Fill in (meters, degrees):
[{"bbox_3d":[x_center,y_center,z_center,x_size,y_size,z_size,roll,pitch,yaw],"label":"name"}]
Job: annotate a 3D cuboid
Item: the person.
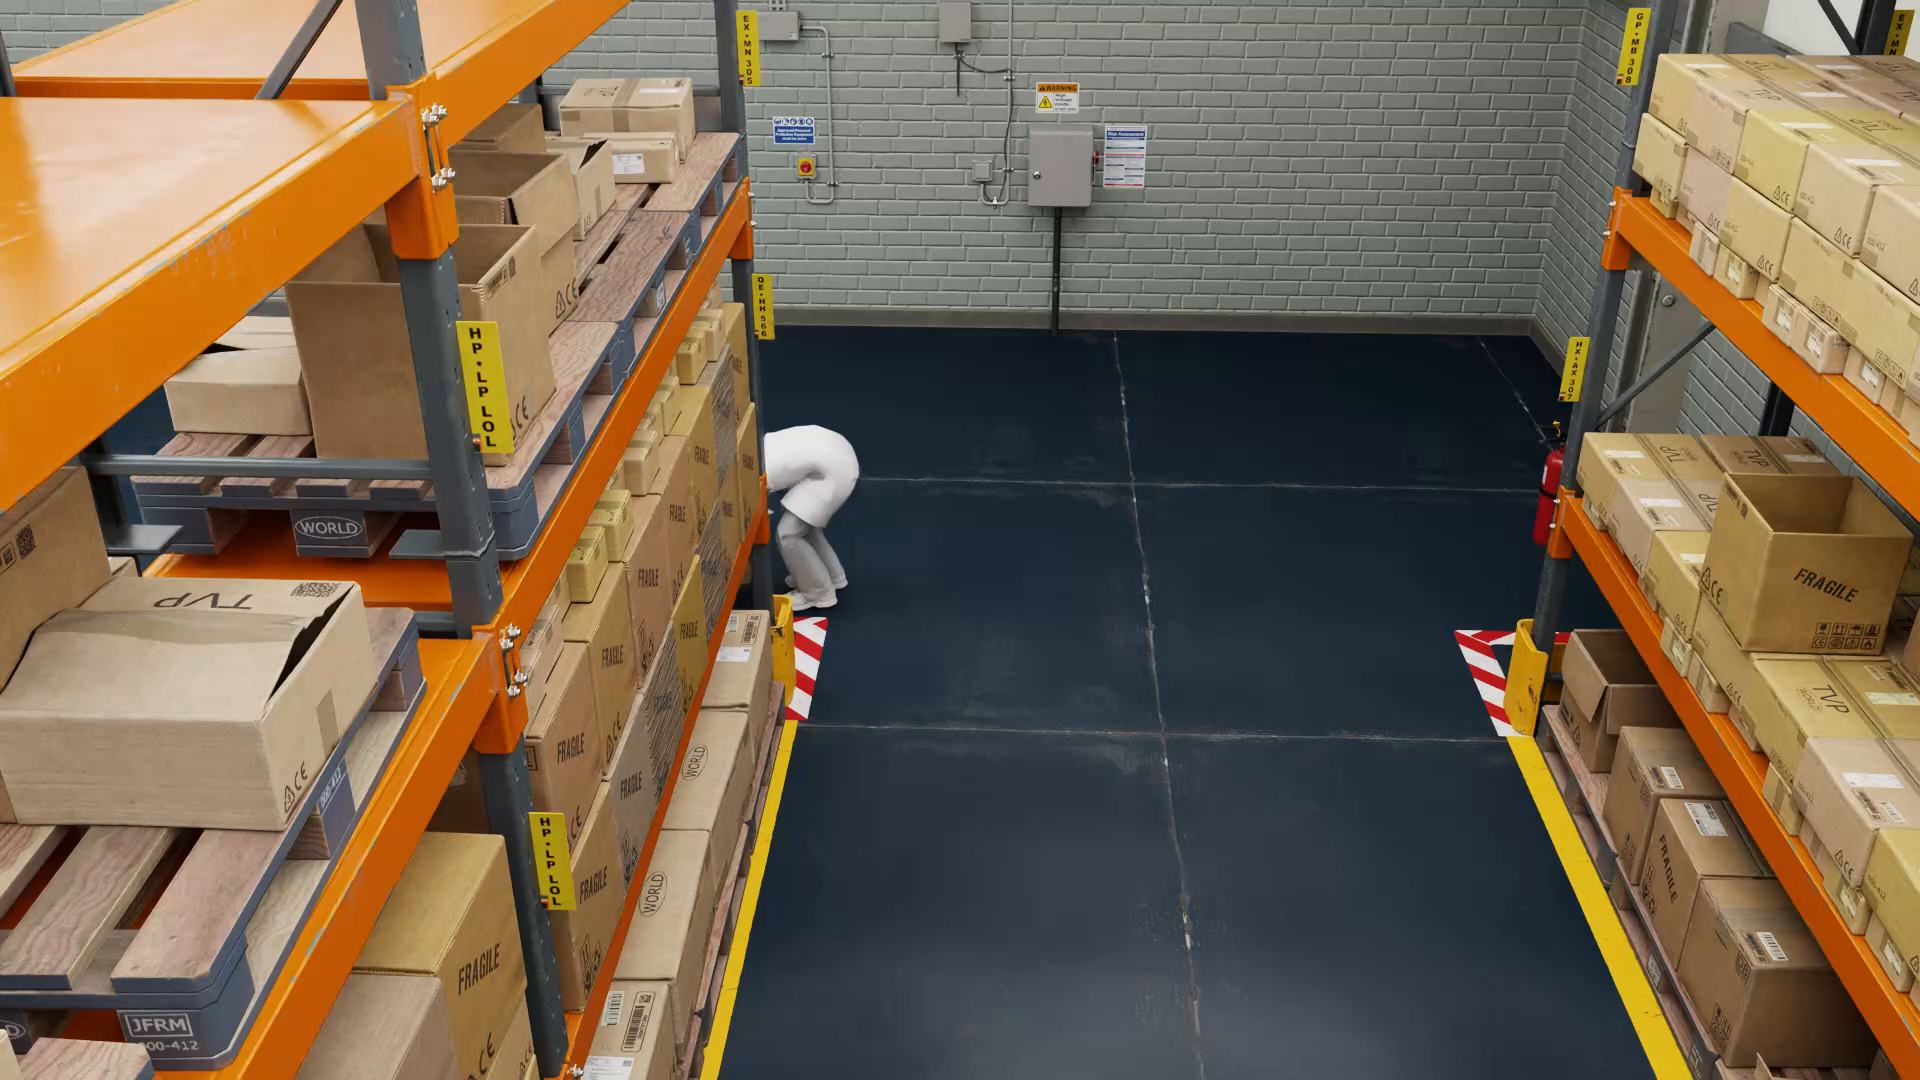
[{"bbox_3d":[-1.051,-0.135,9.648,0.948,1.078,0.573,-2,28,-4],"label":"person"}]
